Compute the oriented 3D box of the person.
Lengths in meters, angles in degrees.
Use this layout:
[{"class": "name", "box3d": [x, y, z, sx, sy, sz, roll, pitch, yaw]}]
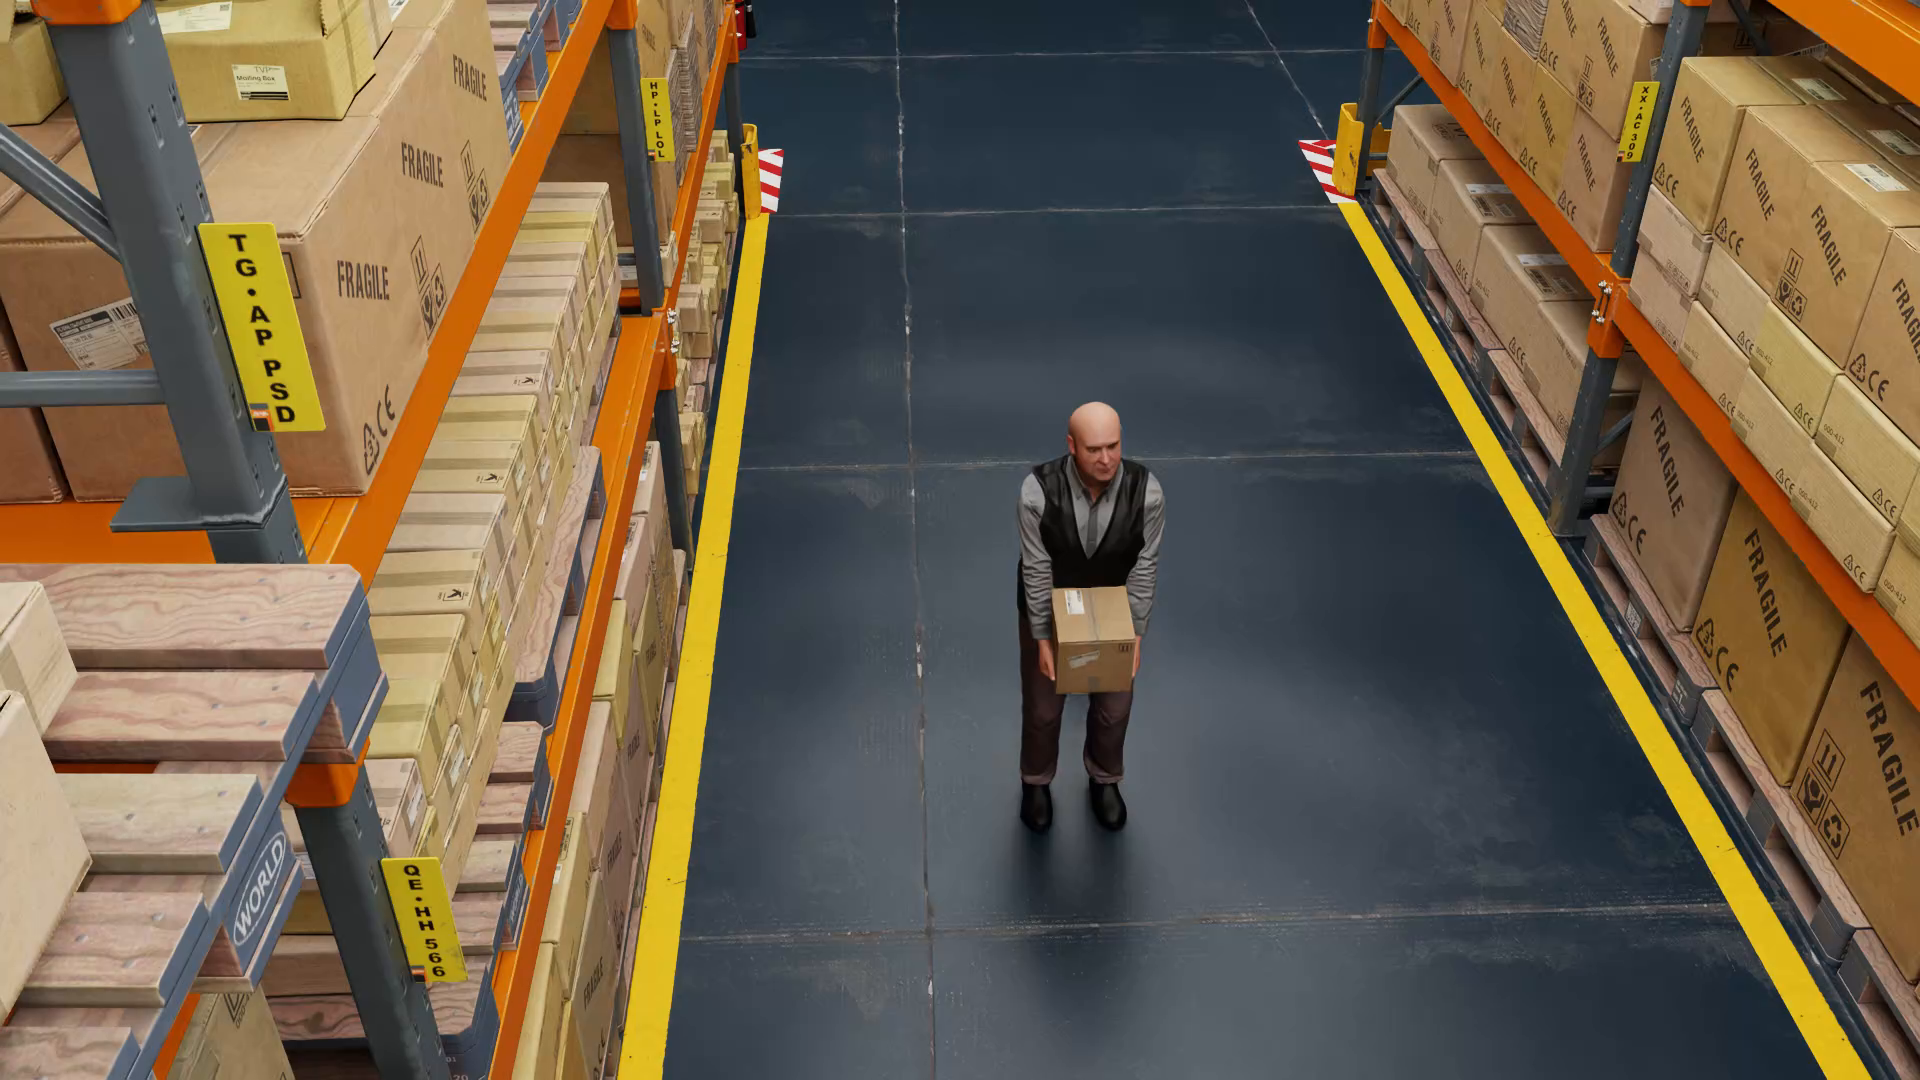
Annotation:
[{"class": "person", "box3d": [0.438, 0.322, 5.712, 0.494, 1.720, 0.563, -2, 35, -3]}]
